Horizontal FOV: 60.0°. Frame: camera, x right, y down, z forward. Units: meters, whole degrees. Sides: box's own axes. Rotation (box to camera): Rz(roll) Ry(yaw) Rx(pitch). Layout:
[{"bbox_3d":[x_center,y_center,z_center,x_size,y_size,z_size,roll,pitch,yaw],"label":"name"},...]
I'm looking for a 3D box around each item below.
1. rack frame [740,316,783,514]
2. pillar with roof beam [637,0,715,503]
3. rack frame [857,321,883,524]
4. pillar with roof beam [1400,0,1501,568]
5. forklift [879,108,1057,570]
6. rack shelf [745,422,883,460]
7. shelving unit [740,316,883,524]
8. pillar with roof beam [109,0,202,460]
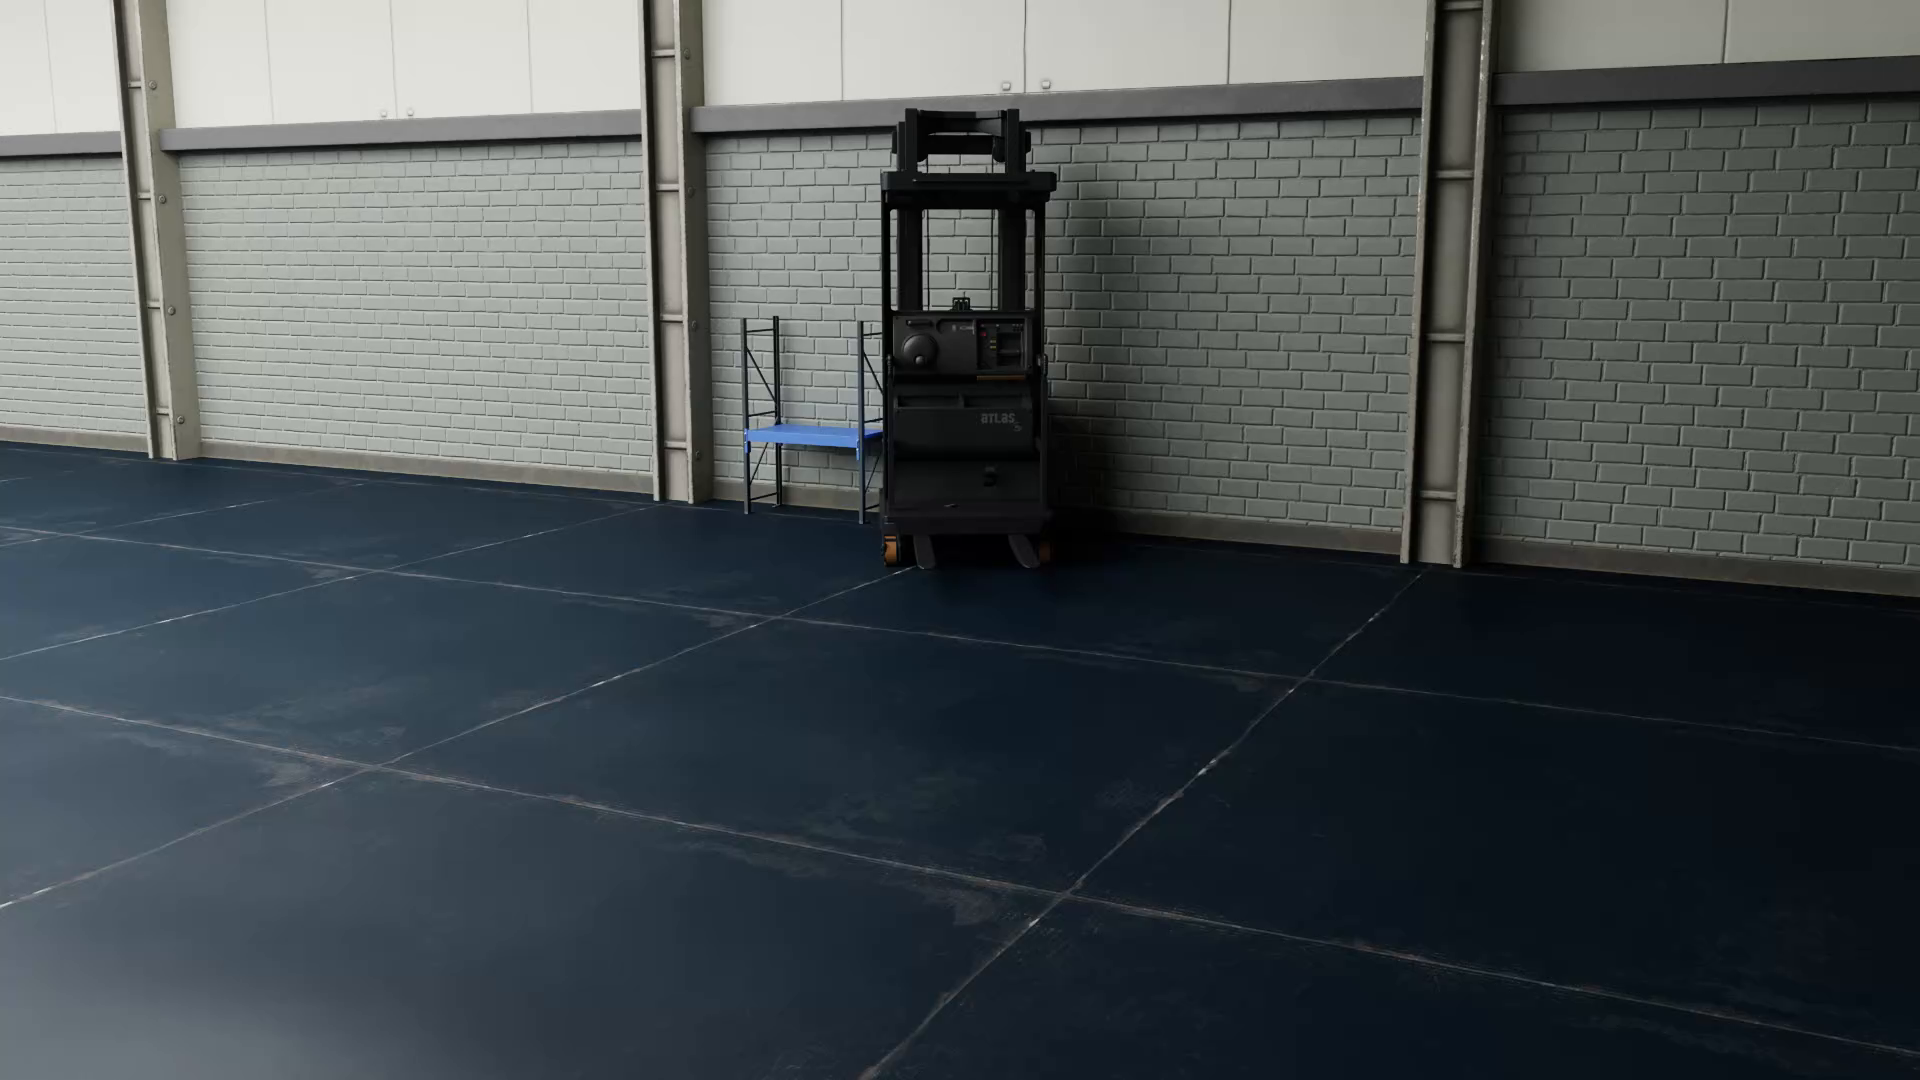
[{"bbox_3d":[-1.539,-0.977,12.915,0.032,1.500,0.500,5,11,26],"label":"rack frame"},{"bbox_3d":[-4.153,-4.074,8.971,0.400,9.000,9.100,5,11,26],"label":"pillar with roof beam"},{"bbox_3d":[-0.627,-0.897,12.473,0.032,1.500,0.500,5,11,26],"label":"rack frame"},{"bbox_3d":[1.228,-3.601,6.359,0.400,9.000,9.100,5,11,26],"label":"pillar with roof beam"},{"bbox_3d":[0.034,-1.332,10.857,1.130,2.935,3.031,-1,10,-3],"label":"forklift"},{"bbox_3d":[-1.083,-0.760,12.726,1.000,0.185,0.538,5,11,26],"label":"rack shelf"},{"bbox_3d":[-1.083,-0.937,12.694,1.048,1.500,0.538,5,11,26],"label":"shelving unit"},{"bbox_3d":[-9.534,-4.547,11.583,0.400,9.000,9.100,5,11,26],"label":"pillar with roof beam"}]
